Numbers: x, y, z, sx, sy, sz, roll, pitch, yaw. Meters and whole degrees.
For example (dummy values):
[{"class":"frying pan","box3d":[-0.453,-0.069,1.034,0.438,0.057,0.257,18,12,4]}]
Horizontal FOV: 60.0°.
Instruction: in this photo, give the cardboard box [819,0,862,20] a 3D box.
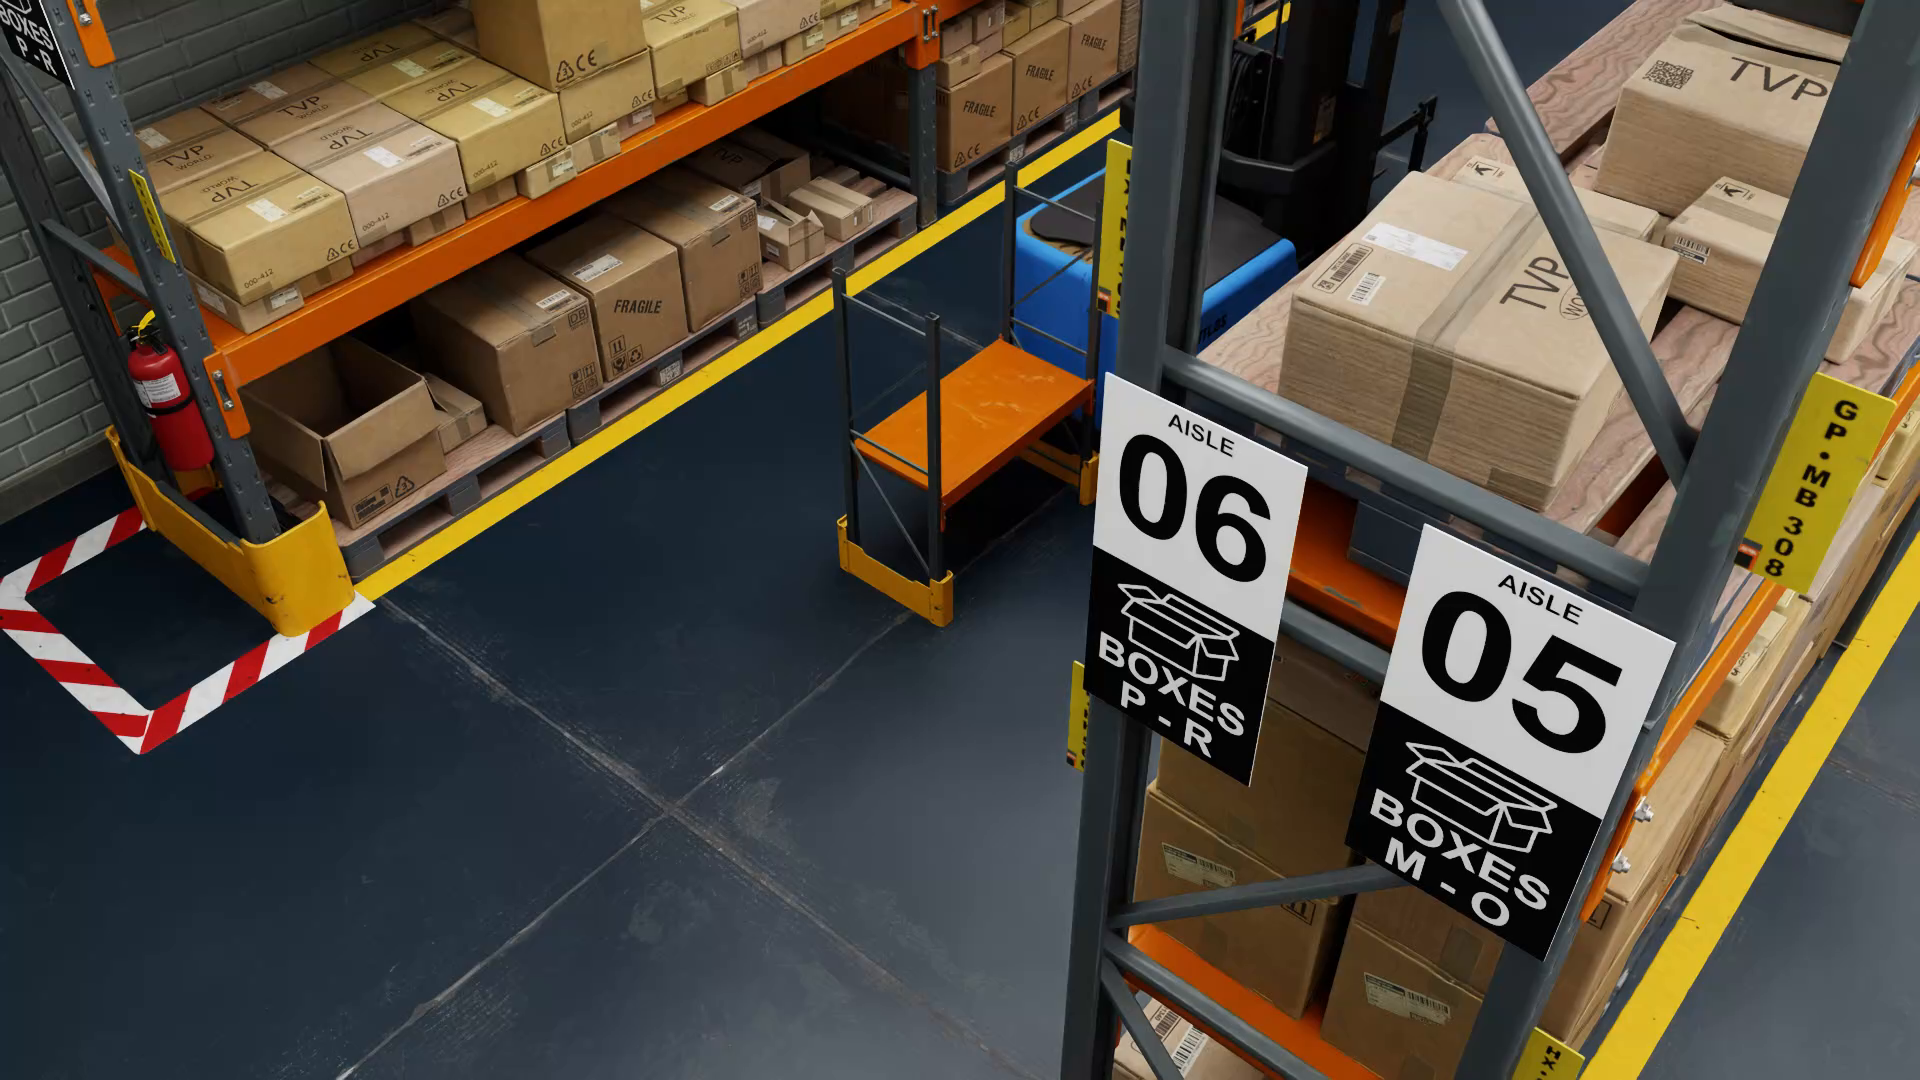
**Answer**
[{"class":"cardboard box","box3d":[-0.686,-2.742,7.926,0.500,0.250,0.500,31,51,29]}]

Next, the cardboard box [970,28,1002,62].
[{"class":"cardboard box","box3d":[0.008,-2.772,9.132,0.380,0.149,0.250,28,49,27]}]

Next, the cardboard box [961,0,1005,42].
[{"class":"cardboard box","box3d":[0.020,-2.860,9.008,0.380,0.149,0.250,27,49,27]}]

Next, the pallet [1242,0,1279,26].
[{"class":"pallet","box3d":[1.519,-3.715,11.179,1.003,0.211,1.213,29,50,28]}]

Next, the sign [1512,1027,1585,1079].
[{"class":"sign","box3d":[1.103,1.045,3.169,0.100,0.325,0.005,29,50,28]}]

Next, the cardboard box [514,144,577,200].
[{"class":"cardboard box","box3d":[-1.831,-1.595,6.961,0.380,0.149,0.250,28,49,27]}]

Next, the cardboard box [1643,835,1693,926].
[{"class":"cardboard box","box3d":[1.515,0.719,4.155,0.500,0.500,0.500,29,50,28]}]

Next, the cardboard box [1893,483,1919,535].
[{"class":"cardboard box","box3d":[2.826,-0.328,5.307,0.500,0.500,0.500,28,49,28]}]

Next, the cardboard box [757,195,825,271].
[{"class":"cardboard box","box3d":[-0.909,-1.601,8.502,0.396,0.266,0.258,31,51,30]}]

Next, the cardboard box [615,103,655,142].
[{"class":"cardboard box","box3d":[-1.564,-1.902,7.299,0.380,0.149,0.250,29,50,28]}]

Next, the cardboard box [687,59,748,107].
[{"class":"cardboard box","box3d":[-1.189,-2.134,7.554,0.380,0.149,0.250,29,50,28]}]

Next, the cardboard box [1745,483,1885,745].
[{"class":"cardboard box","box3d":[1.861,0.083,4.111,0.500,0.500,0.500,29,50,28]}]

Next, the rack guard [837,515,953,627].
[{"class":"rack guard","box3d":[-0.271,0.125,6.927,0.587,0.250,0.087,29,50,28]}]

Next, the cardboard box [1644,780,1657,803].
[{"class":"cardboard box","box3d":[1.122,0.442,3.235,0.380,0.149,0.250,31,50,29]}]

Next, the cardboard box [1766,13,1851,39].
[{"class":"cardboard box","box3d":[2.094,-1.161,3.607,0.500,0.500,0.500,30,50,29]}]

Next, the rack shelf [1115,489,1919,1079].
[{"class":"rack shelf","box3d":[1.969,0.388,5.129,1.077,0.370,4.000,29,50,28]}]

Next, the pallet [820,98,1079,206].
[{"class":"pallet","box3d":[-0.051,-2.459,9.797,1.003,0.211,1.213,29,50,28]}]

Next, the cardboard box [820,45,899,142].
[{"class":"cardboard box","box3d":[-0.456,-2.667,9.499,0.500,0.500,0.500,29,50,28]}]

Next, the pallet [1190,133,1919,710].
[{"class":"pallet","box3d":[1.151,-0.312,3.200,1.003,0.211,1.213,29,50,28]}]

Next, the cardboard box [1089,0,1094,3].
[{"class":"cardboard box","box3d":[0.681,-3.295,9.708,0.380,0.149,0.250,31,51,30]}]

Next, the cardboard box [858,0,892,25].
[{"class":"cardboard box","box3d":[-0.557,-2.689,8.164,0.380,0.149,0.250,30,50,29]}]

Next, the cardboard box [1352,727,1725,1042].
[{"class":"cardboard box","box3d":[1.209,0.621,3.520,0.500,0.500,0.500,28,49,28]}]

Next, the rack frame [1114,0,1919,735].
[{"class":"rack frame","box3d":[0.682,-1.068,1.736,1.000,3.000,0.127,29,50,28]}]

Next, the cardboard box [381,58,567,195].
[{"class":"cardboard box","box3d":[-1.973,-1.689,6.769,0.500,0.250,0.500,29,49,28]}]

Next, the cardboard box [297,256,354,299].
[{"class":"cardboard box","box3d":[-2.570,-1.104,6.422,0.380,0.149,0.250,31,51,29]}]

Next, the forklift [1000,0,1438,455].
[{"class":"forklift","box3d":[1.540,-2.135,7.419,1.130,2.935,3.031,32,51,30]}]

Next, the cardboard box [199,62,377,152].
[{"class":"cardboard box","box3d":[-2.694,-1.667,6.744,0.500,0.250,0.500,30,50,29]}]

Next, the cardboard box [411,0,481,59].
[{"class":"cardboard box","box3d":[-2.035,-2.189,7.318,0.500,0.250,0.500,29,50,28]}]

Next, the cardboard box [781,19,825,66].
[{"class":"cardboard box","box3d":[-0.857,-2.401,7.848,0.380,0.149,0.250,31,51,29]}]

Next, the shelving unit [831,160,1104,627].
[{"class":"shelving unit","box3d":[0.049,-0.594,6.789,0.587,1.500,1.083,29,50,28]}]

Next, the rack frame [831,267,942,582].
[{"class":"rack frame","box3d":[-0.272,-0.337,6.506,0.500,1.500,0.032,29,50,28]}]

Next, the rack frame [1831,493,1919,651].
[{"class":"rack frame","box3d":[3.256,-0.908,6.019,1.000,3.000,0.127,29,50,28]}]

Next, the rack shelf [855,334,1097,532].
[{"class":"rack shelf","box3d":[0.055,-0.466,6.915,0.538,0.185,1.000,29,50,28]}]

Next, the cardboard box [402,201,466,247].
[{"class":"cardboard box","box3d":[-2.218,-1.358,6.701,0.380,0.149,0.250,31,51,30]}]

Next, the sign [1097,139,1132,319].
[{"class":"sign","box3d":[0.276,-0.499,2.740,0.100,0.325,0.005,29,50,28]}]

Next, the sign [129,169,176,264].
[{"class":"sign","box3d":[-2.704,-1.081,5.566,0.100,0.325,0.005,29,50,28]}]

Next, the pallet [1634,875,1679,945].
[{"class":"pallet","box3d":[1.922,1.112,5.870,1.003,0.211,1.213,29,50,28]}]

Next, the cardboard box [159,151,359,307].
[{"class":"cardboard box","box3d":[-2.621,-1.167,6.194,0.500,0.250,0.500,30,50,29]}]

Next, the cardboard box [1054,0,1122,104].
[{"class":"cardboard box","box3d":[0.598,-2.971,9.834,0.500,0.500,0.500,28,49,27]}]

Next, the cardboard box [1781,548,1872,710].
[{"class":"cardboard box","box3d":[2.166,0.200,4.726,0.500,0.500,0.500,31,51,30]}]

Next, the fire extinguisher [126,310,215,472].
[{"class":"fire extinguisher","box3d":[-2.861,-0.553,5.964,0.296,0.674,0.183,29,50,28]}]

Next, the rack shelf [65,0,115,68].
[{"class":"rack shelf","box3d":[-1.833,-2.869,6.481,1.077,0.370,4.000,29,50,28]}]

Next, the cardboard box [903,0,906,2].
[{"class":"cardboard box","box3d":[-0.364,-2.978,9.359,0.380,0.149,0.250,30,50,28]}]

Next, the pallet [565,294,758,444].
[{"class":"pallet","box3d":[-1.773,-1.039,8.236,1.003,0.211,1.213,29,50,28]}]

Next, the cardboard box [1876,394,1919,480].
[{"class":"cardboard box","box3d":[2.153,-0.339,4.093,0.380,0.149,0.250,28,49,28]}]

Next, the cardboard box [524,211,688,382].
[{"class":"cardboard box","box3d":[-1.657,-1.152,7.834,0.500,0.500,0.500,30,50,29]}]

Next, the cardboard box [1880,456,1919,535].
[{"class":"cardboard box","box3d":[2.511,-0.429,4.674,0.500,0.500,0.500,30,50,29]}]

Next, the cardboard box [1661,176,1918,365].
[{"class":"cardboard box","box3d":[1.558,-0.519,3.161,0.380,0.149,0.250,31,51,30]}]

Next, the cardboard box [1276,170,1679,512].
[{"class":"cardboard box","box3d":[0.903,-0.366,2.918,0.500,0.250,0.500,25,48,25]}]

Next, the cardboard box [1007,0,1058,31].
[{"class":"cardboard box","box3d":[0.331,-3.056,9.445,0.380,0.149,0.250,29,50,28]}]

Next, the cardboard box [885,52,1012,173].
[{"class":"cardboard box","box3d":[-0.062,-2.438,9.247,0.500,0.500,0.500,32,51,30]}]

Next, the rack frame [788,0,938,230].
[{"class":"rack frame","box3d":[-0.545,-3.055,8.381,1.000,3.000,0.127,29,50,28]}]

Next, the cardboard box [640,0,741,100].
[{"class":"cardboard box","box3d":[-1.329,-2.227,7.360,0.500,0.250,0.500,29,50,28]}]

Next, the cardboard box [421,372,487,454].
[{"class":"cardboard box","box3d":[-2.350,-0.572,7.457,0.380,0.149,0.250,28,49,27]}]

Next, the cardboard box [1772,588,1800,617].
[{"class":"cardboard box","box3d":[1.647,0.048,3.668,0.380,0.149,0.250,28,49,27]}]

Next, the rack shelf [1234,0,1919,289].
[{"class":"rack shelf","box3d":[1.969,-1.684,3.245,1.077,0.370,4.000,29,50,28]}]

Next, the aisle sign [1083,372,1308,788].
[{"class":"aisle sign","box3d":[0.398,0.092,2.986,0.394,0.787,0.004,29,50,28]}]

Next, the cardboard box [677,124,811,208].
[{"class":"cardboard box","box3d":[-1.151,-1.978,8.882,0.500,0.311,0.500,31,51,30]}]
